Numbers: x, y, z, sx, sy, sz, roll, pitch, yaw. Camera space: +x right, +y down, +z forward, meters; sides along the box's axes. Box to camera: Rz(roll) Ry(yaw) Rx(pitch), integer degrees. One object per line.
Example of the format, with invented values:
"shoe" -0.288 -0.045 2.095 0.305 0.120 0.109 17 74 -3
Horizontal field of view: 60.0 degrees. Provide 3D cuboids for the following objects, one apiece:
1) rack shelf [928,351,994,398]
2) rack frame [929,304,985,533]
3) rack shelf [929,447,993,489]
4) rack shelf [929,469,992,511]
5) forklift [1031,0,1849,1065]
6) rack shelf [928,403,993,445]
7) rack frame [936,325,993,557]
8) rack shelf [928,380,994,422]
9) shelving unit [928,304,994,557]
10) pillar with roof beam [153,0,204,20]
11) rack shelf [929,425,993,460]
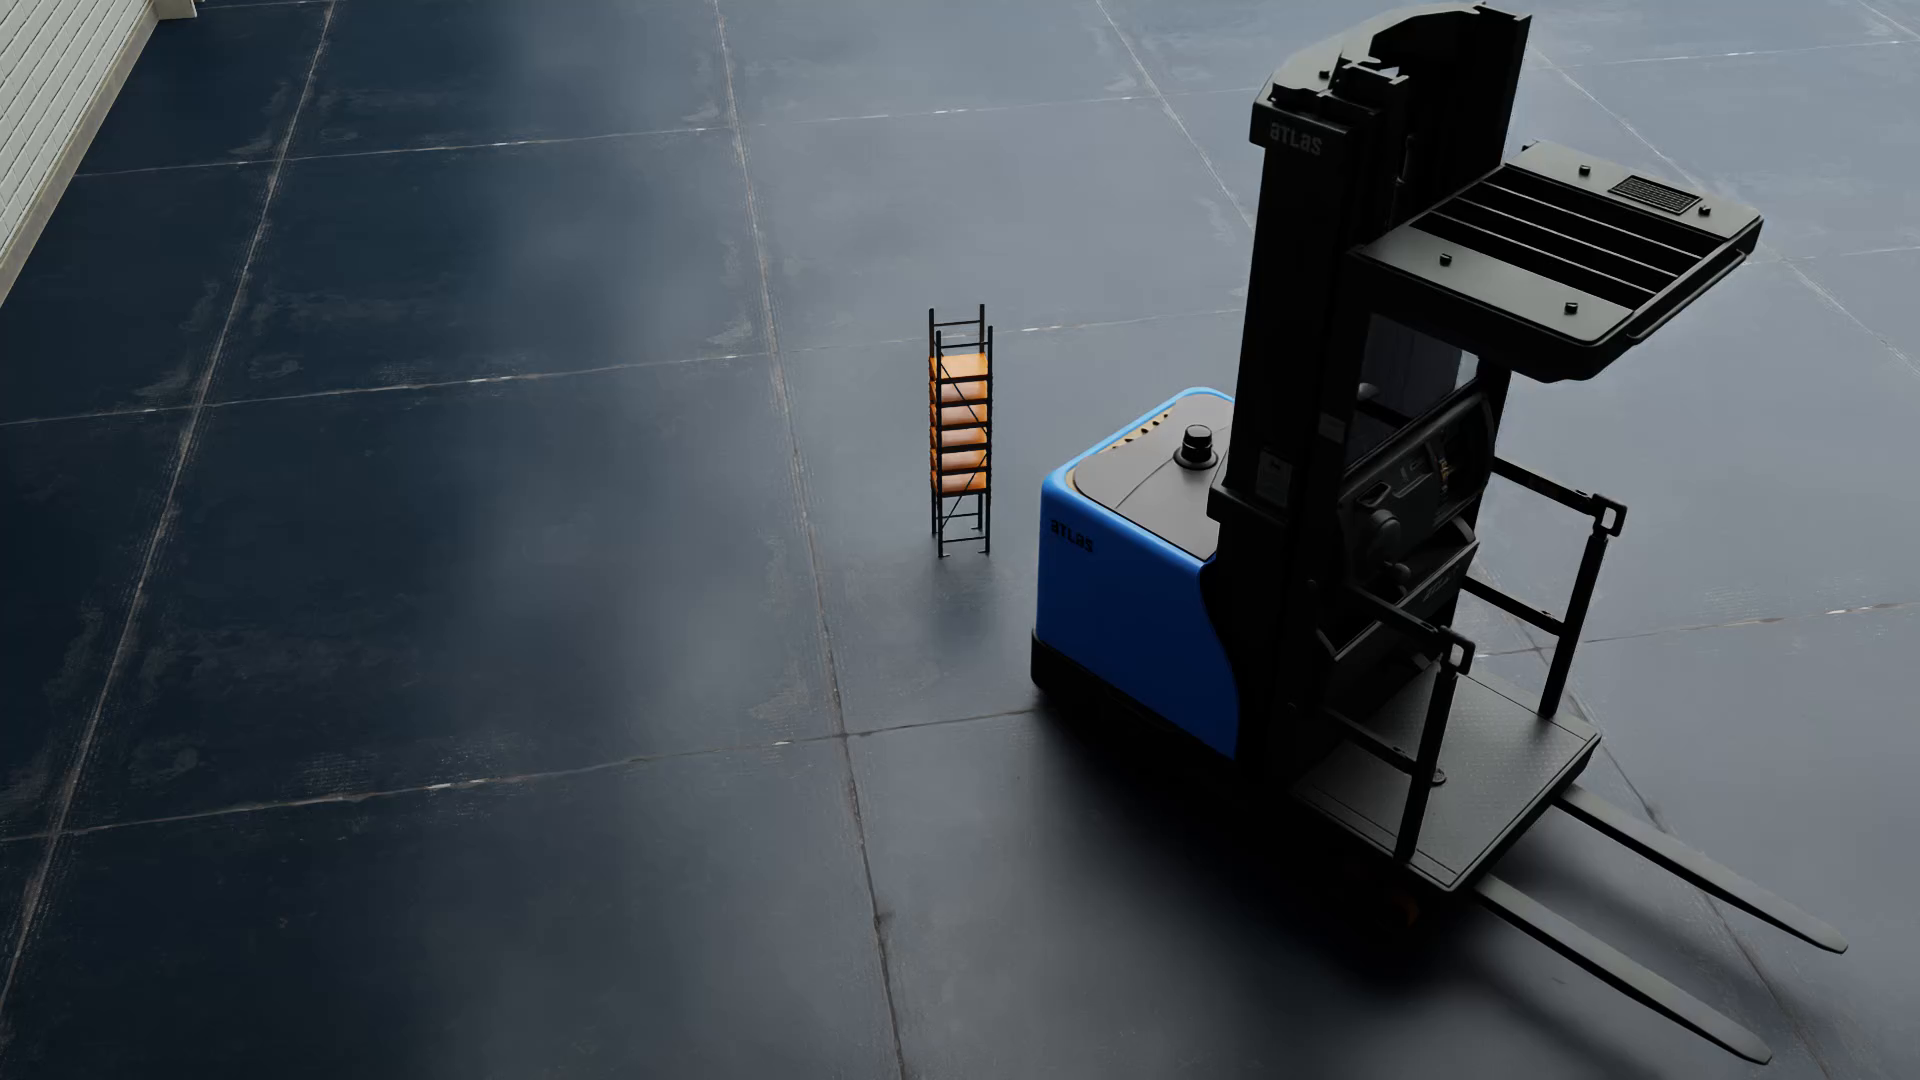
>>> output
"rack shelf" 0.003 -0.714 7.177 0.258 0.103 0.180 -6 38 -8
"rack frame" -0.014 -0.520 7.442 0.240 1.200 0.006 -6 38 -8
"rack shelf" 0.003 -0.335 7.472 0.258 0.103 0.180 -6 38 -8
"rack shelf" 0.003 -0.240 7.545 0.258 0.103 0.180 -6 38 -8
"forklift" 1.697 -0.119 5.514 3.031 2.935 1.130 31 47 34
"rack shelf" 0.003 -0.525 7.324 0.258 0.103 0.180 -6 38 -8
"rack frame" 0.019 -0.410 7.300 0.240 1.200 0.006 -6 38 -8
"rack shelf" 0.003 -0.620 7.251 0.258 0.103 0.180 -6 38 -8
"shelving unit" 0.003 -0.465 7.371 0.258 1.200 0.189 -6 38 -8
"pillar with roof beam" -1.931 -8.212 10.985 9.100 9.000 0.400 -6 38 -8
"rack shelf" 0.003 -0.430 7.398 0.258 0.103 0.180 -6 38 -8
